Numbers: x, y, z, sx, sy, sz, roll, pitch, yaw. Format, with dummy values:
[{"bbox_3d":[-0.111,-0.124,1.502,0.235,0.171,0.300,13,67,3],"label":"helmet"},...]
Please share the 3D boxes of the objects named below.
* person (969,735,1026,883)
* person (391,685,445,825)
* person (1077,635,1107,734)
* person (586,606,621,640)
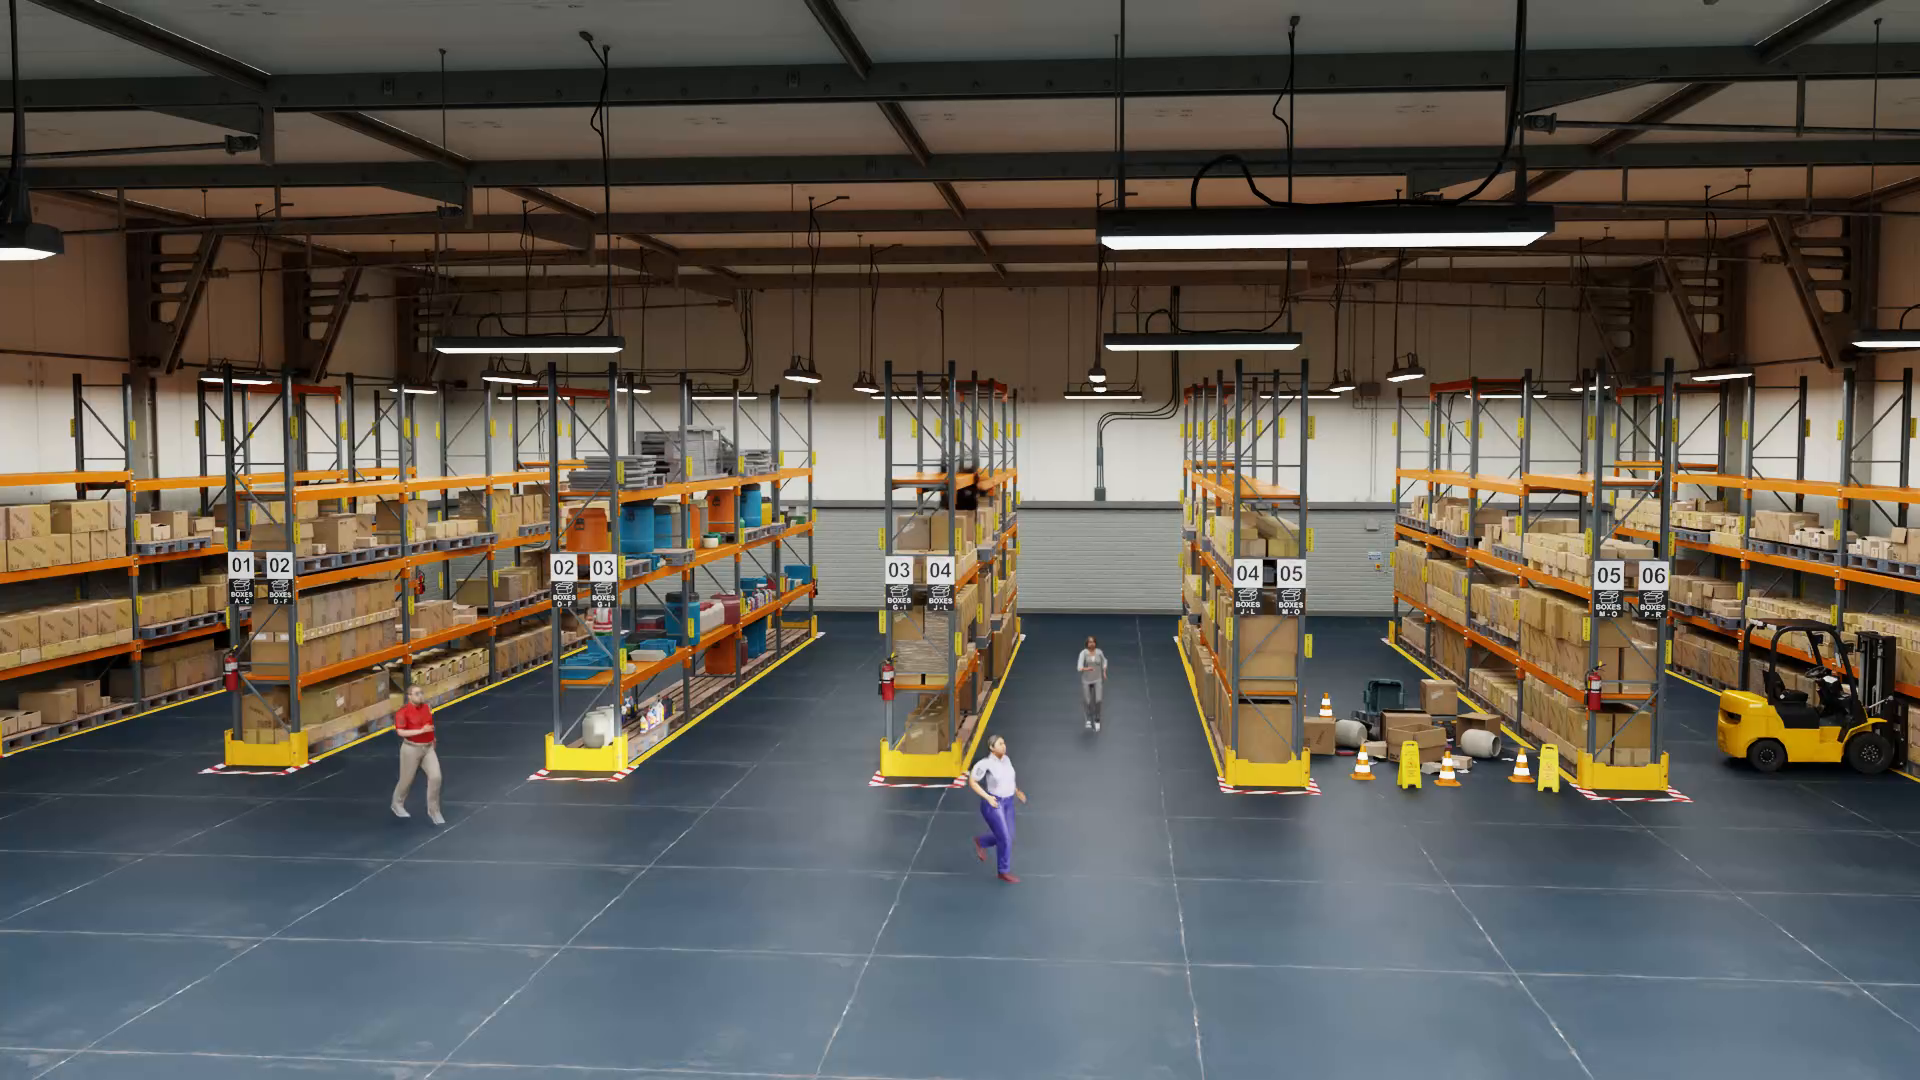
[{"bbox_3d":[0.389,2.986,18.617,0.707,1.626,0.607,3,5,41],"label":"person"},{"bbox_3d":[-6.947,2.746,21.249,0.808,1.796,0.639,3,5,36],"label":"person"},{"bbox_3d":[2.196,2.390,27.577,0.507,1.622,0.682,0,4,1],"label":"person"},{"bbox_3d":[-7.203,1.879,33.578,0.655,1.819,0.897,0,4,1],"label":"person"}]
